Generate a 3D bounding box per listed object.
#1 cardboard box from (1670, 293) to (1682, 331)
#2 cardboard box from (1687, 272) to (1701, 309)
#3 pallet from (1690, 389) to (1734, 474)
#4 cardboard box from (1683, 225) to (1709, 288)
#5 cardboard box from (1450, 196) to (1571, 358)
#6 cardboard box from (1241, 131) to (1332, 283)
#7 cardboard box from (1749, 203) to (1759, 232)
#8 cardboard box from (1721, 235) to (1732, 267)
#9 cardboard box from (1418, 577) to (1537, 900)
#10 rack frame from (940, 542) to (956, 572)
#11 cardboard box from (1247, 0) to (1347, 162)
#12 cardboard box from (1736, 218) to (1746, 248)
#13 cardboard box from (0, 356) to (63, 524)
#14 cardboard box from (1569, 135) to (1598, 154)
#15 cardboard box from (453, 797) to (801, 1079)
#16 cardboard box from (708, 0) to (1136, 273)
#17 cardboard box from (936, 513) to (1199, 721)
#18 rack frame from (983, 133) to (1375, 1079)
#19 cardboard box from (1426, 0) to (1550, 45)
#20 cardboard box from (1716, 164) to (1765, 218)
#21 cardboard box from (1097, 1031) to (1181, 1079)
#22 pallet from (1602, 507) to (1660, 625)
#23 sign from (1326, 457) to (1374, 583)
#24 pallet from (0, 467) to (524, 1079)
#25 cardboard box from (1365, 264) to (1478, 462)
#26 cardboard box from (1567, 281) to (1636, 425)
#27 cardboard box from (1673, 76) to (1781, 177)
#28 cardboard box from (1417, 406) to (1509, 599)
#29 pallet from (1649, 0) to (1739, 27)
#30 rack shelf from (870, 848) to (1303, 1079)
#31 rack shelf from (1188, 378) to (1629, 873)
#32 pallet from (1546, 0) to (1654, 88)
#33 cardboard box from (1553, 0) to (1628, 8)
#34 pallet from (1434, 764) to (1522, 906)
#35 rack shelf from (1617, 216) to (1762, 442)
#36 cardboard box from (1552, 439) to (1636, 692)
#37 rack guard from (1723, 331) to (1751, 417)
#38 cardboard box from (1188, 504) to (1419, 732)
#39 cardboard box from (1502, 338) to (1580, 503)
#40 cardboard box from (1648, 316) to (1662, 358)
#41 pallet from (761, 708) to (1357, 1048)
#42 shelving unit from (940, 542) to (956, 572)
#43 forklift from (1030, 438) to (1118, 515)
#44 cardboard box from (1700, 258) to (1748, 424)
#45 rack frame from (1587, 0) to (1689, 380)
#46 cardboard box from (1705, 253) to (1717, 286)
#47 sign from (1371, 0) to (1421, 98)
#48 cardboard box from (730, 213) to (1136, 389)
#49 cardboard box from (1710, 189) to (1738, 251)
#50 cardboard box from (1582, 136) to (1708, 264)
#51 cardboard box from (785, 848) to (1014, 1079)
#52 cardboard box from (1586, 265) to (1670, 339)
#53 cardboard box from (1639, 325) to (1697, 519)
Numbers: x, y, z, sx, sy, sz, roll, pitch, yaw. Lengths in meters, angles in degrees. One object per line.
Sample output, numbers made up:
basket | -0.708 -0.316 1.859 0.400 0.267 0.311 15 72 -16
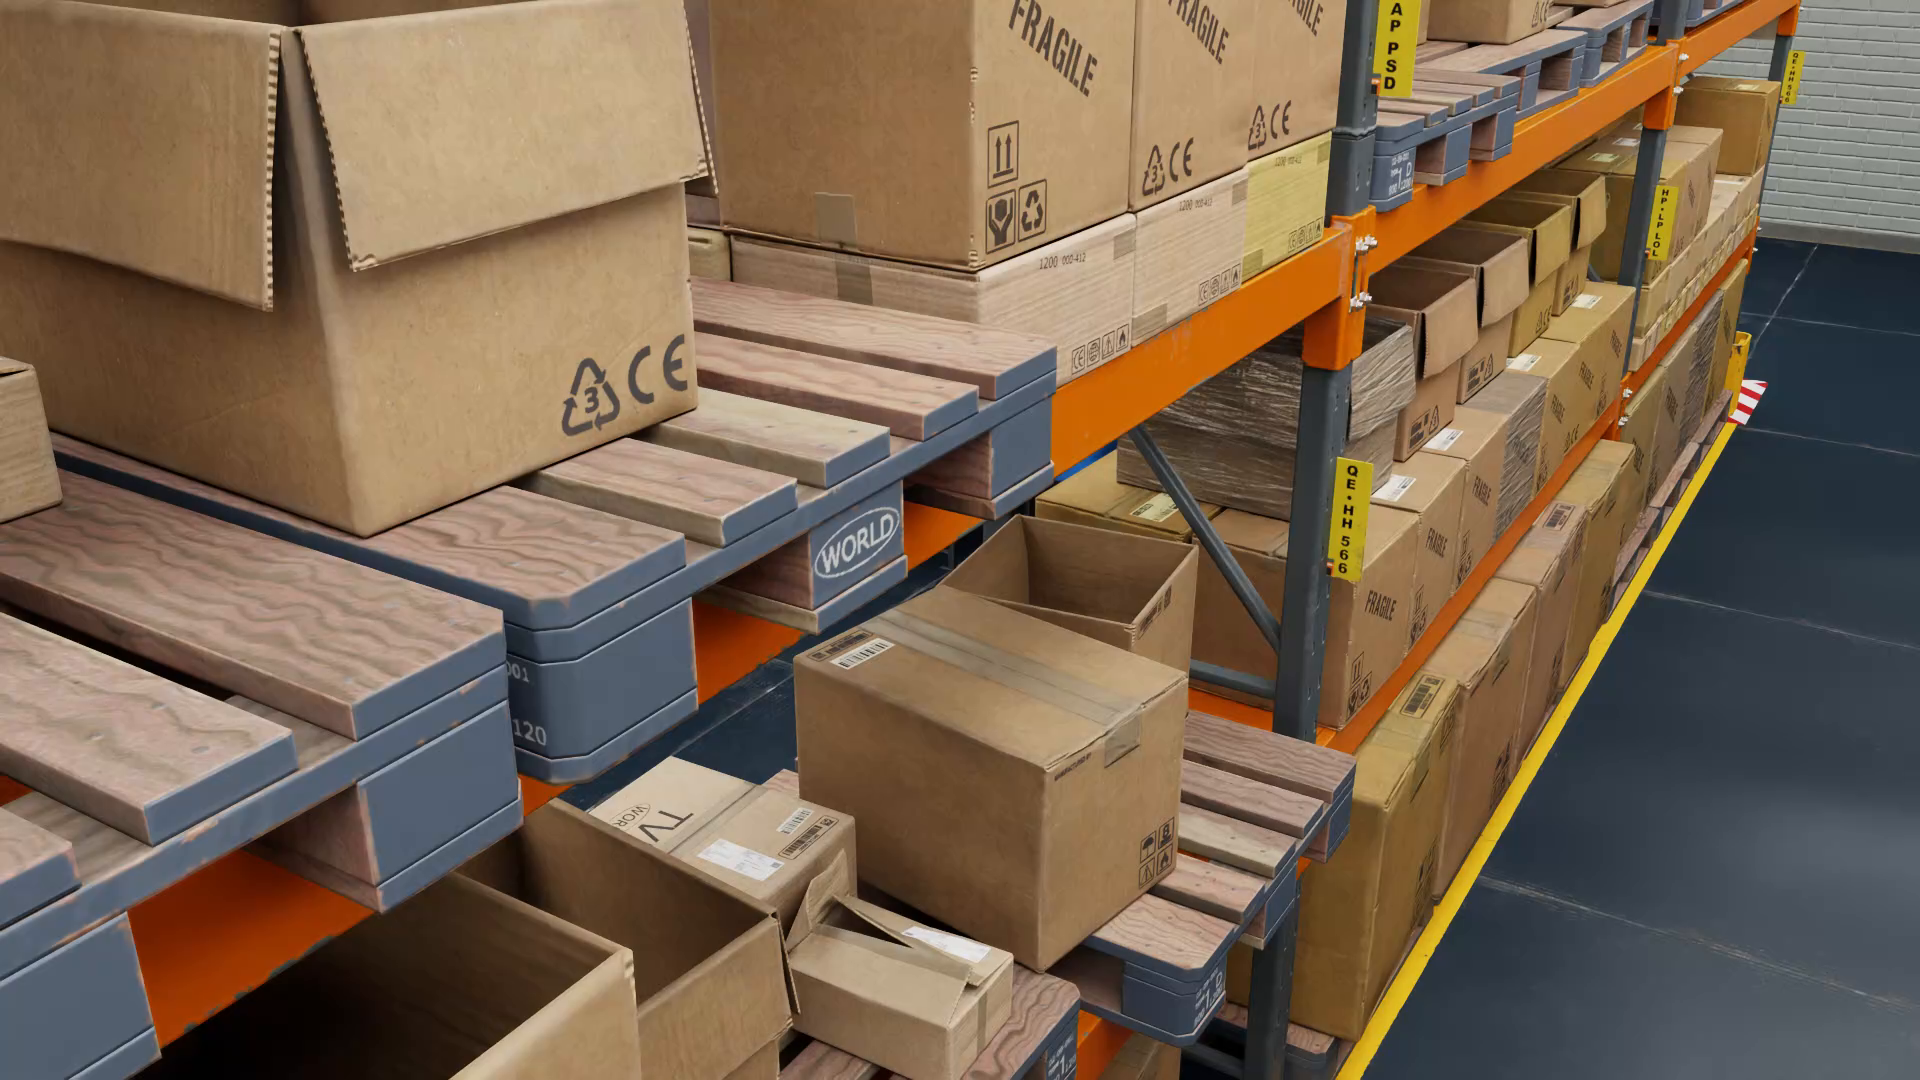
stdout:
cardboard box | 3.484 -1.197 8.556 0.380 0.149 0.250 13 27 28
cardboard box | 3.753 -1.368 8.951 0.380 0.149 0.250 14 27 30
pallet | 4.386 -0.800 10.832 1.003 0.211 1.213 14 27 29
cardboard box | 3.637 -1.530 8.822 0.500 0.250 0.500 15 27 30
cardboard box | 1.930 -1.075 6.570 0.797 0.503 0.637 14 27 30
cardboard box | 0.479 -0.761 3.646 0.500 0.250 0.500 14 27 29
cardboard box | 4.833 -2.061 10.552 0.380 0.149 0.250 14 27 30
cardboard box | 4.296 -1.716 9.755 0.380 0.149 0.250 13 27 28
cardboard box | 1.380 0.589 6.260 1.225 0.875 0.875 14 27 29
rack frame | -0.198 -0.563 8.661 0.400 1.500 0.023 14 27 29
cardboard box | 0.482 -1.104 3.494 0.500 0.500 0.500 15 27 30
cardboard box | 4.564 -1.888 10.152 0.380 0.149 0.250 14 27 29
cardboard box | -1.177 -0.161 1.712 0.396 0.266 0.258 15 28 31
cardboard box | 2.915 -1.807 8.519 0.500 0.500 0.500 14 27 29
cardboard box | -0.752 0.840 2.875 0.797 0.503 0.637 17 29 34
cardboard box | -0.053 -0.765 2.710 0.500 0.500 0.500 14 27 30
cardboard box | 0.271 0.286 4.158 0.500 0.500 0.500 10 25 23
rack frame | 0.522 0.334 4.702 1.000 3.000 0.127 14 27 29
cardboard box | 1.581 -1.976 5.605 0.797 0.503 0.637 13 27 28
cardboard box | 4.711 -2.214 10.403 0.500 0.250 0.500 13 27 28
cardboard box | 0.185 1.510 4.579 0.700 0.500 0.500 12 26 26
pallet | 3.099 0.024 8.929 1.003 0.211 1.213 14 27 29
sign | 0.988 -0.050 4.232 0.100 0.325 0.005 14 27 29
pallet | -1.172 0.208 1.454 1.213 0.211 1.003 14 27 29
cardboard box | 1.267 -0.635 5.552 0.797 0.503 0.637 15 27 30
cardboard box | 2.617 -0.846 7.304 0.500 0.500 0.500 14 27 29
cardboard box | 4.708 -2.558 10.254 0.500 0.500 0.500 14 27 30
cardboard box | 1.547 -0.167 5.733 0.500 0.500 0.500 13 27 28
pallet | 3.072 -2.625 7.875 1.003 0.211 1.213 14 27 29
rack shelf | -0.533 1.340 3.285 1.077 0.370 4.000 14 27 29
rack shelf | 1.577 -0.010 6.404 1.077 0.370 4.000 14 27 29
pallet | 2.190 -1.985 6.524 0.805 0.209 1.217 13 26 27
cardboard box | 2.334 -2.433 6.664 0.700 0.500 0.500 15 27 30
pallet | 1.646 0.954 6.781 1.003 0.211 1.213 14 27 29
rack shelf | 3.687 -1.360 9.523 1.077 0.370 4.000 14 27 29
cardboard box | 2.311 -0.013 7.650 1.225 0.875 0.875 14 27 29
rack guard | 4.754 -1.227 11.454 1.175 0.500 0.348 14 27 29
cardboard box | 1.009 0.182 4.929 0.500 0.500 0.500 15 27 30
cardboard box | 2.080 -0.503 6.510 0.500 0.500 0.500 14 27 28
cardboard box | 3.209 -1.019 8.145 0.380 0.149 0.250 13 27 27
pallet | 0.236 0.685 4.133 1.213 0.211 1.003 14 27 29
shelving unit | -0.004 -0.686 8.946 0.431 1.500 0.755 14 27 29
forklift | 1.372 -1.891 9.930 1.130 2.935 3.031 21 31 39
cardboard box | 4.472 -1.351 10.740 0.875 0.875 0.875 14 27 29
rack frame | 2.632 -1.016 7.820 1.000 3.000 0.127 14 27 29
cardboard box | 4.027 -1.545 9.360 0.380 0.149 0.250 14 27 30
sign | 0.982 -1.165 3.739 0.100 0.325 0.005 14 27 29
cardboard box | -0.038 -0.422 2.863 0.500 0.250 0.500 15 27 30
cardboard box | 4.175 -1.871 9.611 0.500 0.250 0.500 13 27 27
cardboard box | 3.368 -1.700 8.272 0.500 0.500 0.500 14 27 29
cardboard box | -0.129 0.823 3.214 0.396 0.266 0.258 13 27 27
cardboard box | 3.102 -1.187 8.031 0.500 0.250 0.500 13 27 28
cardboard box | 3.522 -0.743 9.337 0.875 0.875 0.875 14 27 29
